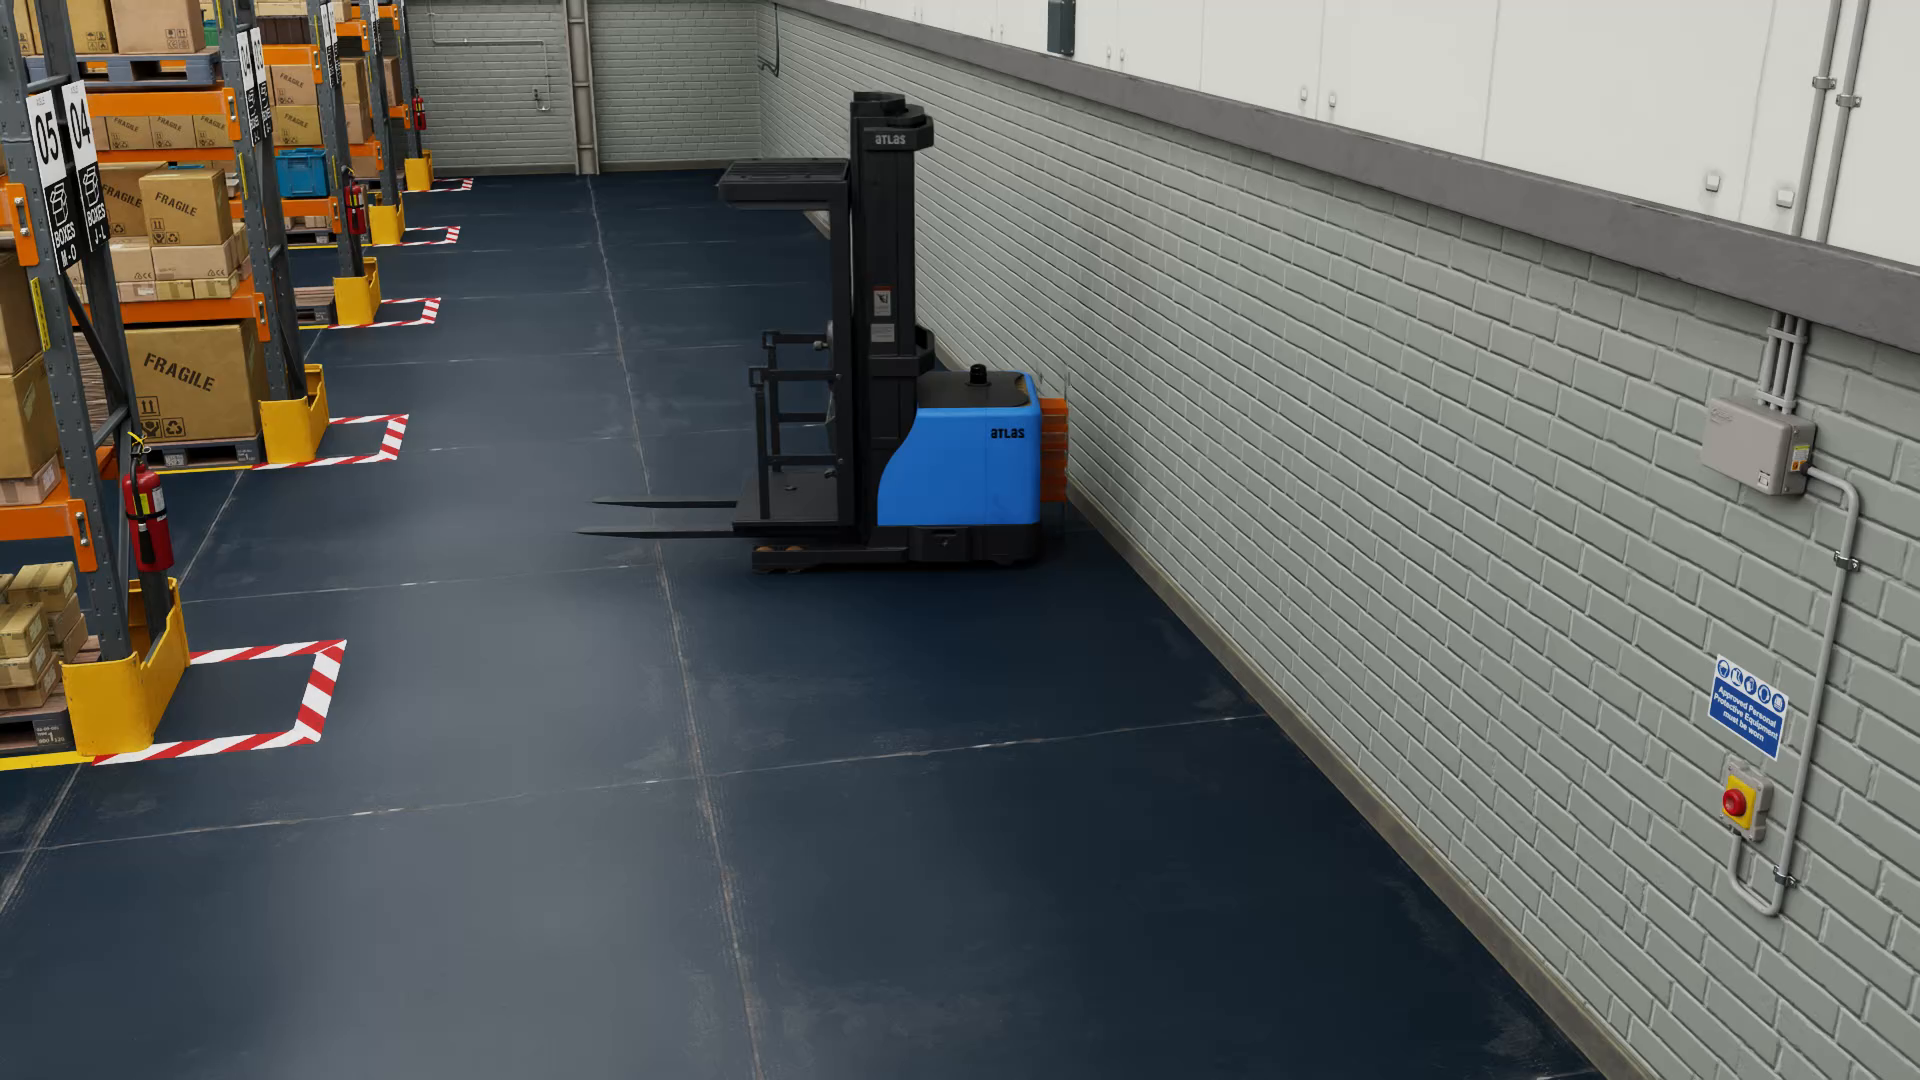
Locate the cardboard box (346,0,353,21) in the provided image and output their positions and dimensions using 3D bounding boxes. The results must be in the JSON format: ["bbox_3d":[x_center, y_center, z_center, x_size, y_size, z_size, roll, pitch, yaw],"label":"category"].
[{"bbox_3d":[-8.208,-6.898,21.642,0.500,0.250,0.500,-5,21,-12],"label":"cardboard box"}]

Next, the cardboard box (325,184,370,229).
[{"bbox_3d":[-8.122,-4.423,22.022,0.500,0.500,0.500,-5,21,-12],"label":"cardboard box"}]

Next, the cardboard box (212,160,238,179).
[{"bbox_3d":[-11.444,-5.944,26.203,0.500,0.500,0.700,-5,21,-13],"label":"cardboard box"}]

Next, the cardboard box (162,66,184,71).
[{"bbox_3d":[-10.016,-5.740,21.024,0.500,0.500,0.500,-5,21,-14],"label":"cardboard box"}]

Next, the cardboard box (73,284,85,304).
[{"bbox_3d":[-6.638,-1.862,12.401,0.250,0.149,0.380,-5,21,-14],"label":"cardboard box"}]

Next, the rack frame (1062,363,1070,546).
[{"bbox_3d":[0.707,-0.566,11.116,0.006,1.200,0.240,-1,20,-2],"label":"rack frame"}]

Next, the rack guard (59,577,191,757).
[{"bbox_3d":[-4.404,0.649,8.817,0.348,0.500,1.175,-5,21,-12],"label":"rack guard"}]

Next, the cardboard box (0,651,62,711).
[{"bbox_3d":[-4.795,0.722,8.517,0.250,0.149,0.380,-4,21,-12],"label":"cardboard box"}]

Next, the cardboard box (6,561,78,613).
[{"bbox_3d":[-4.918,0.259,8.916,0.250,0.149,0.380,-6,21,-15],"label":"cardboard box"}]

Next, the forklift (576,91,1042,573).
[{"bbox_3d":[-0.995,-1.348,10.733,3.031,2.935,1.130,-1,20,-2],"label":"forklift"}]

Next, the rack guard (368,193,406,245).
[{"bbox_3d":[-7.723,-4.336,22.424,0.348,0.500,1.175,-5,21,-12],"label":"rack guard"}]

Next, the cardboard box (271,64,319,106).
[{"bbox_3d":[-8.510,-5.864,21.364,0.500,0.500,0.500,-4,21,-11],"label":"cardboard box"}]

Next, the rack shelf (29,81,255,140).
[{"bbox_3d":[-7.320,-3.112,12.133,4.000,0.370,1.077,-5,21,-12],"label":"rack shelf"}]

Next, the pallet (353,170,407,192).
[{"bbox_3d":[-9.553,-5.775,26.772,1.213,0.211,1.003,-5,21,-12],"label":"pallet"}]

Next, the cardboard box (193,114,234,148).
[{"bbox_3d":[-9.504,-5.316,21.321,0.500,0.500,0.500,-5,21,-13],"label":"cardboard box"}]

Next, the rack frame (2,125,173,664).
[{"bbox_3d":[-4.330,-0.531,8.403,0.127,3.000,1.000,-5,21,-12],"label":"rack frame"}]

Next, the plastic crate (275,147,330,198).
[{"bbox_3d":[-6.796,-3.813,17.224,0.499,0.435,0.616,-5,21,-12],"label":"plastic crate"}]

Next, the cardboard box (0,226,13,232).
[{"bbox_3d":[-11.956,-4.097,21.132,0.500,0.500,0.500,-5,21,-13],"label":"cardboard box"}]

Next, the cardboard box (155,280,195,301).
[{"bbox_3d":[-5.897,-1.922,12.565,0.250,0.149,0.380,-4,21,-12],"label":"cardboard box"}]

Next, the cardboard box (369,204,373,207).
[{"bbox_3d":[-8.136,-4.465,22.649,0.250,0.149,0.380,-5,21,-12],"label":"cardboard box"}]

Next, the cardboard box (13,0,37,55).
[{"bbox_3d":[-6.934,-3.778,12.006,0.500,0.500,0.700,-6,21,-16],"label":"cardboard box"}]

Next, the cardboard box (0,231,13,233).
[{"bbox_3d":[-7.403,-2.196,12.734,0.500,0.250,0.500,-5,21,-14],"label":"cardboard box"}]

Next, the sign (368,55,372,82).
[{"bbox_3d":[-7.541,-6.020,21.246,0.005,0.325,0.100,-5,21,-12],"label":"sign"}]

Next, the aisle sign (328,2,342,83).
[{"bbox_3d":[-6.511,-5.183,17.323,0.004,0.787,0.394,-5,21,-12],"label":"aisle sign"}]

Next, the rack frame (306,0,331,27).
[{"bbox_3d":[-6.513,-6.674,16.452,0.127,3.000,1.000,-5,21,-12],"label":"rack frame"}]

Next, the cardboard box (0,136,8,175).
[{"bbox_3d":[-4.826,-1.919,8.050,0.500,0.250,0.500,-4,20,-11],"label":"cardboard box"}]

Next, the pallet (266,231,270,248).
[{"bbox_3d":[-9.684,-4.041,22.040,1.213,0.211,1.003,-5,21,-12],"label":"pallet"}]

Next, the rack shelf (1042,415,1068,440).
[{"bbox_3d":[0.615,-0.749,11.046,0.180,0.103,0.258,-1,20,-2],"label":"rack shelf"}]

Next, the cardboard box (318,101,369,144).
[{"bbox_3d":[-8.022,-5.436,21.648,0.500,0.500,0.500,-4,20,-11],"label":"cardboard box"}]

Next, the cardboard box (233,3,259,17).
[{"bbox_3d":[-9.061,-6.645,20.951,0.500,0.250,0.500,-5,21,-12],"label":"cardboard box"}]

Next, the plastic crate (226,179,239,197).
[{"bbox_3d":[-7.550,-3.618,17.127,0.243,0.136,0.396,-5,21,-12],"label":"plastic crate"}]

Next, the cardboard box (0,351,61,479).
[{"bbox_3d":[-4.708,-0.596,8.003,0.500,0.500,0.500,-4,21,-11],"label":"cardboard box"}]

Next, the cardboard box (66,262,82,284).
[{"bbox_3d":[-6.773,-2.061,12.366,0.500,0.250,0.500,-5,21,-14],"label":"cardboard box"}]

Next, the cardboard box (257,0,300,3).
[{"bbox_3d":[-8.577,-6.923,20.982,0.500,0.250,0.500,-5,21,-12],"label":"cardboard box"}]

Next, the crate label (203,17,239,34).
[{"bbox_3d":[-7.485,-5.231,17.089,0.502,0.251,0.408,-5,21,-12],"label":"crate label"}]

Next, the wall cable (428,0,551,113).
[{"bbox_3d":[-7.764,-8.068,27.503,1.851,1.984,0.084,-5,21,-12],"label":"wall cable"}]

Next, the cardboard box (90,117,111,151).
[{"bbox_3d":[-10.983,-5.195,20.990,0.500,0.500,0.500,-4,21,-11],"label":"cardboard box"}]

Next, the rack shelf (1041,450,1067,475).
[{"bbox_3d":[0.615,-0.524,11.129,0.180,0.103,0.258,-1,20,-2],"label":"rack shelf"}]

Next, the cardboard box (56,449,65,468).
[{"bbox_3d":[-4.721,-0.497,8.676,0.250,0.149,0.380,-5,21,-13],"label":"cardboard box"}]

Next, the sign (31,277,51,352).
[{"bbox_3d":[-4.222,-1.036,7.638,0.005,0.325,0.100,-5,21,-12],"label":"sign"}]

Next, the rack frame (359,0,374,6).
[{"bbox_3d":[-7.649,-8.333,20.979,0.127,3.000,1.000,-5,21,-12],"label":"rack frame"}]

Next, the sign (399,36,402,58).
[{"bbox_3d":[-8.681,-7.646,25.798,0.005,0.325,0.100,-5,21,-12],"label":"sign"}]

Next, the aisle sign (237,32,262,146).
[{"bbox_3d":[-5.234,-3.325,12.252,0.004,0.787,0.394,-5,21,-12],"label":"aisle sign"}]

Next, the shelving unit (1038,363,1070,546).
[{"bbox_3d":[0.615,-0.565,11.114,0.189,1.200,0.258,-1,20,-2],"label":"shelving unit"}]

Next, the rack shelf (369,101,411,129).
[{"bbox_3d":[-10.739,-6.677,26.228,4.000,0.370,1.077,-5,21,-12],"label":"rack shelf"}]

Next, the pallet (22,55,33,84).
[{"bbox_3d":[-7.282,-3.406,12.020,1.213,0.211,1.003,-5,21,-12],"label":"pallet"}]

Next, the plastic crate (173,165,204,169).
[{"bbox_3d":[-8.110,-3.793,17.465,0.300,0.233,0.416,-5,21,-12],"label":"plastic crate"}]

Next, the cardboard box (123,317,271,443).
[{"bbox_3d":[-5.978,-1.321,13.039,0.875,0.875,0.875,-5,21,-12],"label":"cardboard box"}]

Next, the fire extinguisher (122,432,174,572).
[{"bbox_3d":[-3.979,-0.185,8.113,0.183,0.674,0.296,-5,21,-12],"label":"fire extinguisher"}]

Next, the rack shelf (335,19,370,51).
[{"bbox_3d":[-9.595,-6.428,21.186,4.000,0.370,1.077,-5,21,-12],"label":"rack shelf"}]

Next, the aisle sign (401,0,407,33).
[{"bbox_3d":[-8.654,-8.299,25.831,0.004,0.787,0.394,-5,21,-12],"label":"aisle sign"}]
